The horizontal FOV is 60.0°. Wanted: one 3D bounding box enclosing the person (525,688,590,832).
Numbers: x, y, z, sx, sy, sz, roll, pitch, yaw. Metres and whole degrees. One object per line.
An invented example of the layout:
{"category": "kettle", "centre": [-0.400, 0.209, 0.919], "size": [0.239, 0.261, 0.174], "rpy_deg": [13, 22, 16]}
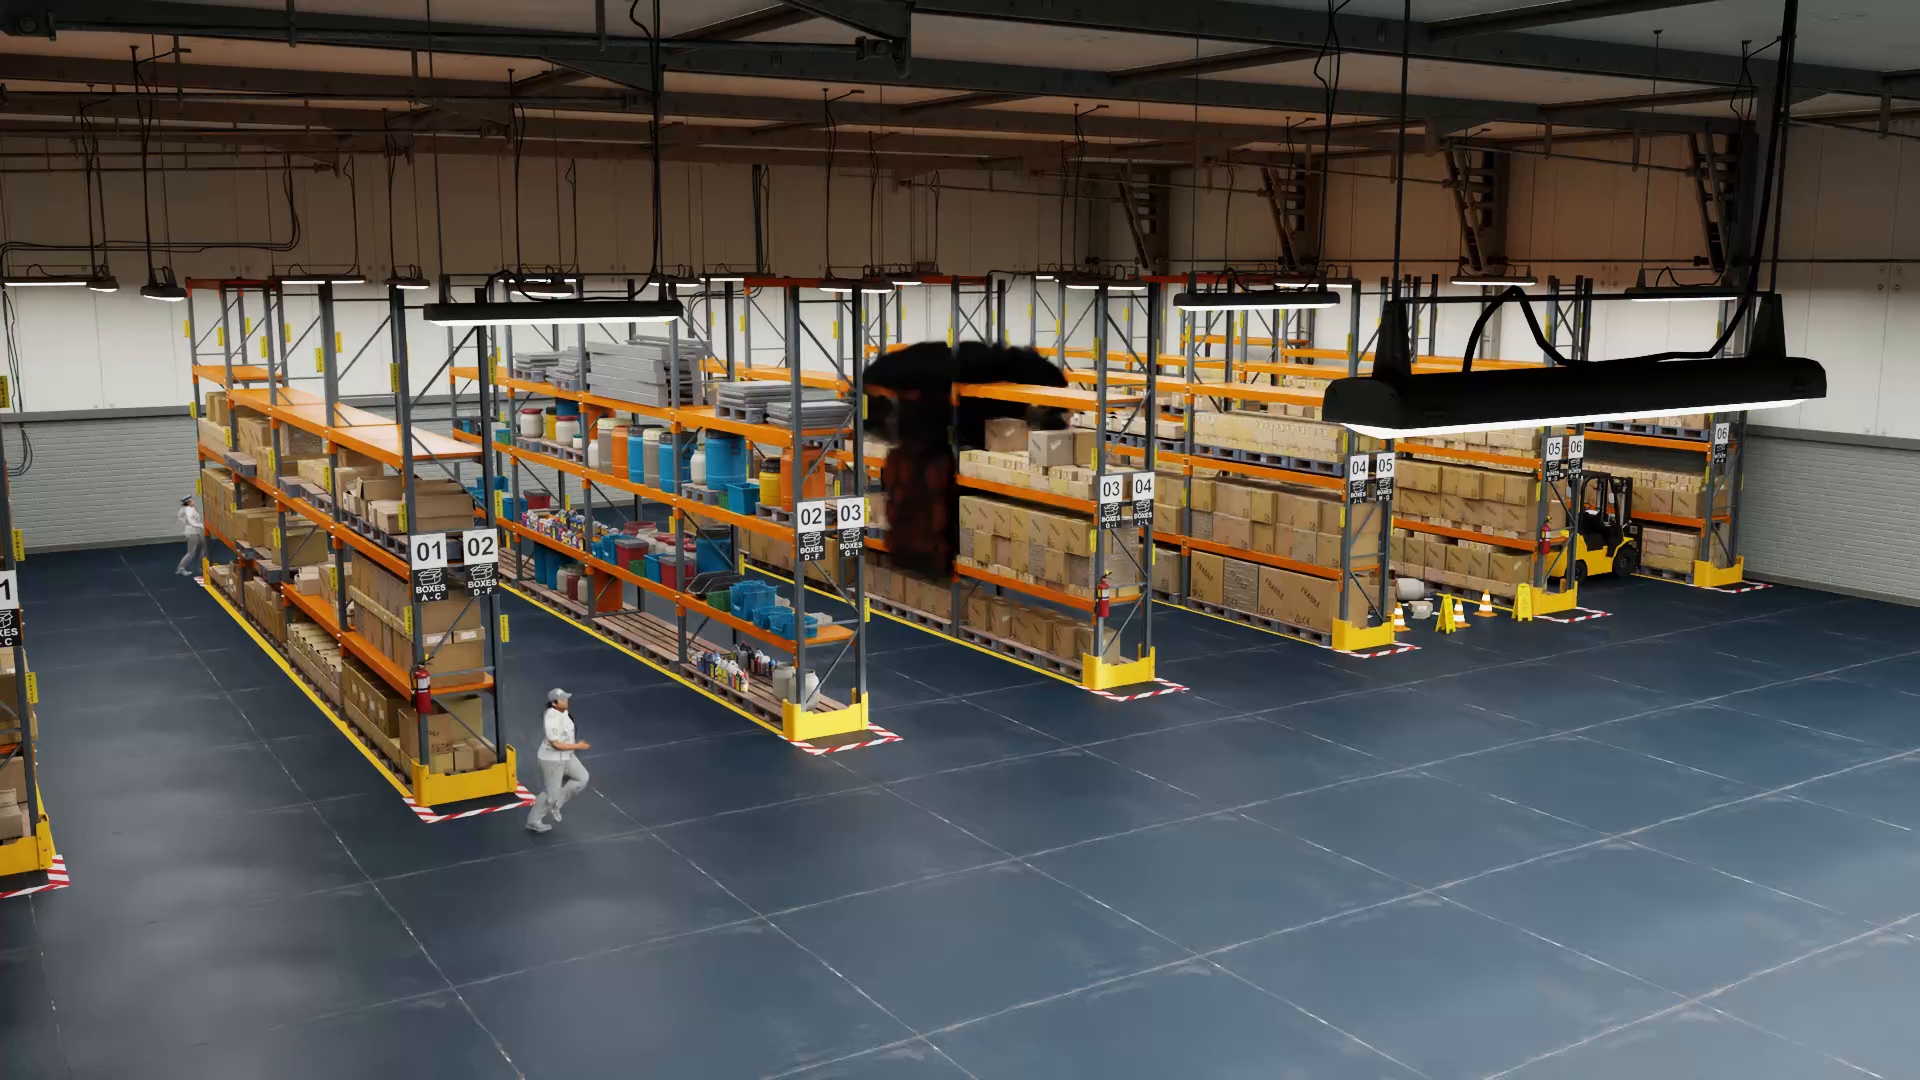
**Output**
{"category": "person", "centre": [-4.485, 2.433, 18.600], "size": [0.760, 1.619, 0.622], "rpy_deg": [1, 10, 4]}

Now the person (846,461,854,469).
{"category": "person", "centre": [-2.912, -1.437, 41.641], "size": [0.621, 1.621, 0.515], "rpy_deg": [4, 10, 20]}

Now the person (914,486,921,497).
{"category": "person", "centre": [-0.793, -1.510, 41.740], "size": [0.835, 1.804, 0.666], "rpy_deg": [8, 12, 40]}

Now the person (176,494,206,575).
{"category": "person", "centre": [-15.523, -0.096, 33.632], "size": [0.710, 1.714, 0.617], "rpy_deg": [-4, 11, -25]}
